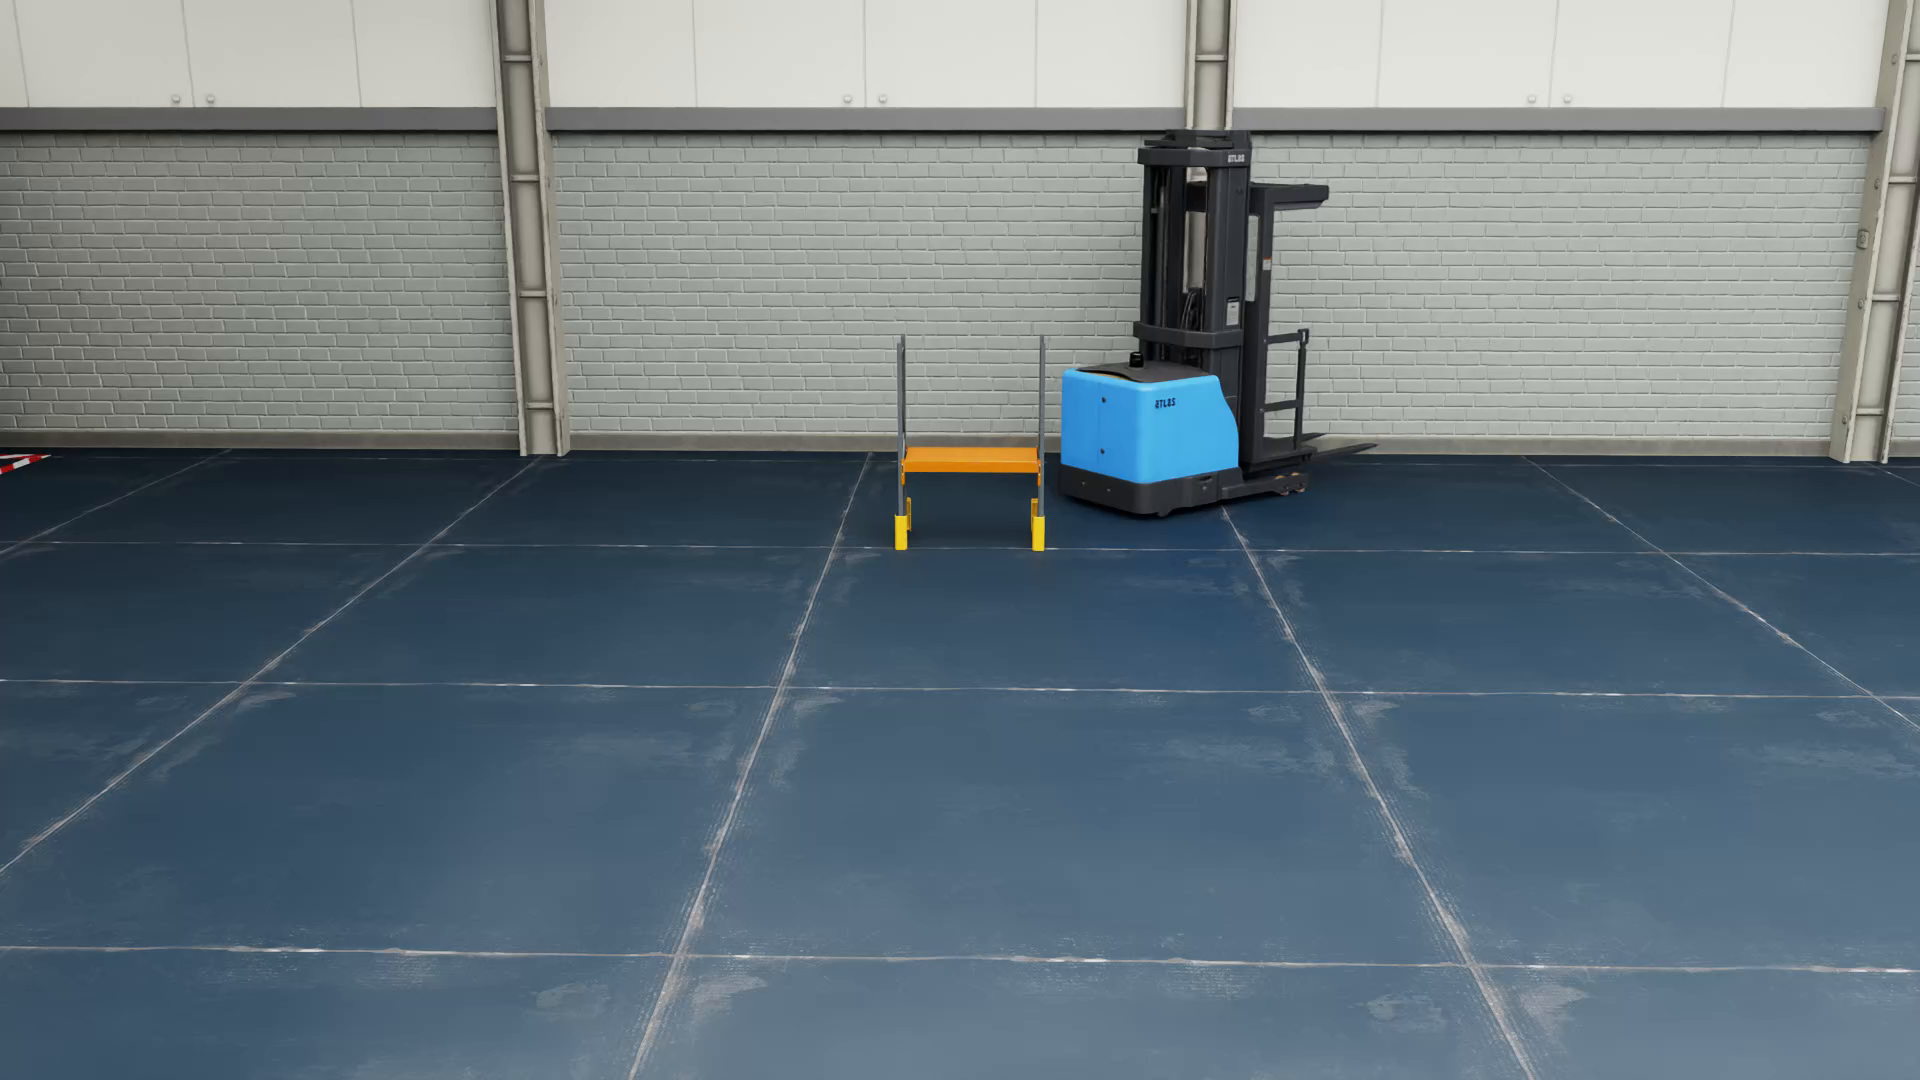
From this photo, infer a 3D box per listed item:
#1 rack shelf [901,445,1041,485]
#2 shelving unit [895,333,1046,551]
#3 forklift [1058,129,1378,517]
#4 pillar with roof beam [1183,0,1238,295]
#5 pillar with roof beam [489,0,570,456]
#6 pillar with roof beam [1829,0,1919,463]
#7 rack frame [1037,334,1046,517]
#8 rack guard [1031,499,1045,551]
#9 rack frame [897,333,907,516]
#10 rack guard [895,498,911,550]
[{"bbox_3d":[0.085,-0.551,12.192,1.000,0.185,0.538,0,15,1],"label":"rack shelf"},{"bbox_3d":[0.076,-0.725,12.147,1.083,1.500,0.587,0,15,1],"label":"shelving unit"},{"bbox_3d":[2.281,-1.876,13.706,3.031,2.935,1.130,-11,18,-36],"label":"forklift"},{"bbox_3d":[2.049,-4.025,9.957,0.400,9.000,9.100,0,15,1],"label":"pillar with roof beam"},{"bbox_3d":[-3.949,-4.064,10.106,0.400,9.000,9.100,0,15,1],"label":"pillar with roof beam"},{"bbox_3d":[8.047,-3.986,9.809,0.400,9.000,9.100,0,15,1],"label":"pillar with roof beam"},{"bbox_3d":[0.593,-0.721,12.134,0.032,1.500,0.500,0,15,1],"label":"rack frame"},{"bbox_3d":[0.574,-0.117,12.294,0.087,0.250,0.587,0,15,1],"label":"rack guard"},{"bbox_3d":[-0.423,-0.728,12.159,0.032,1.500,0.500,0,15,1],"label":"rack frame"},{"bbox_3d":[-0.422,-0.124,12.319,0.087,0.250,0.587,0,15,1],"label":"rack guard"}]
